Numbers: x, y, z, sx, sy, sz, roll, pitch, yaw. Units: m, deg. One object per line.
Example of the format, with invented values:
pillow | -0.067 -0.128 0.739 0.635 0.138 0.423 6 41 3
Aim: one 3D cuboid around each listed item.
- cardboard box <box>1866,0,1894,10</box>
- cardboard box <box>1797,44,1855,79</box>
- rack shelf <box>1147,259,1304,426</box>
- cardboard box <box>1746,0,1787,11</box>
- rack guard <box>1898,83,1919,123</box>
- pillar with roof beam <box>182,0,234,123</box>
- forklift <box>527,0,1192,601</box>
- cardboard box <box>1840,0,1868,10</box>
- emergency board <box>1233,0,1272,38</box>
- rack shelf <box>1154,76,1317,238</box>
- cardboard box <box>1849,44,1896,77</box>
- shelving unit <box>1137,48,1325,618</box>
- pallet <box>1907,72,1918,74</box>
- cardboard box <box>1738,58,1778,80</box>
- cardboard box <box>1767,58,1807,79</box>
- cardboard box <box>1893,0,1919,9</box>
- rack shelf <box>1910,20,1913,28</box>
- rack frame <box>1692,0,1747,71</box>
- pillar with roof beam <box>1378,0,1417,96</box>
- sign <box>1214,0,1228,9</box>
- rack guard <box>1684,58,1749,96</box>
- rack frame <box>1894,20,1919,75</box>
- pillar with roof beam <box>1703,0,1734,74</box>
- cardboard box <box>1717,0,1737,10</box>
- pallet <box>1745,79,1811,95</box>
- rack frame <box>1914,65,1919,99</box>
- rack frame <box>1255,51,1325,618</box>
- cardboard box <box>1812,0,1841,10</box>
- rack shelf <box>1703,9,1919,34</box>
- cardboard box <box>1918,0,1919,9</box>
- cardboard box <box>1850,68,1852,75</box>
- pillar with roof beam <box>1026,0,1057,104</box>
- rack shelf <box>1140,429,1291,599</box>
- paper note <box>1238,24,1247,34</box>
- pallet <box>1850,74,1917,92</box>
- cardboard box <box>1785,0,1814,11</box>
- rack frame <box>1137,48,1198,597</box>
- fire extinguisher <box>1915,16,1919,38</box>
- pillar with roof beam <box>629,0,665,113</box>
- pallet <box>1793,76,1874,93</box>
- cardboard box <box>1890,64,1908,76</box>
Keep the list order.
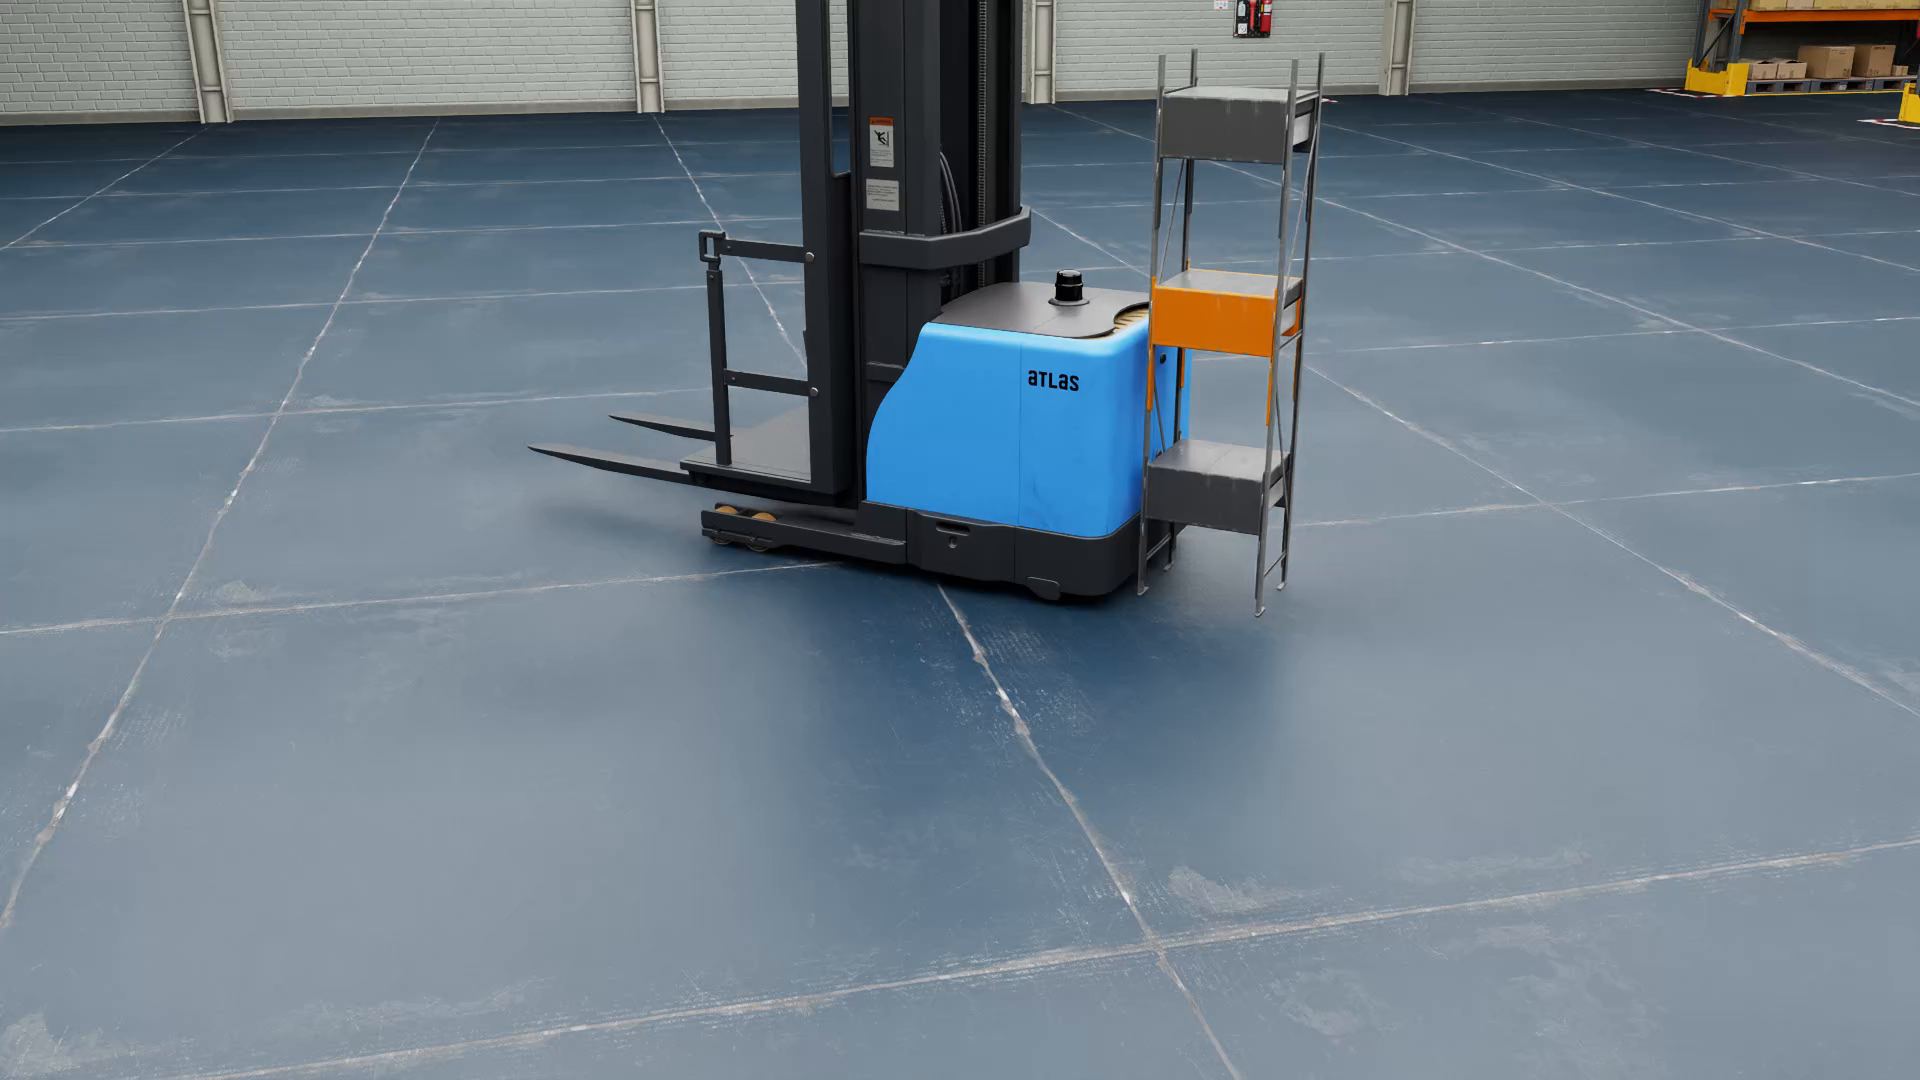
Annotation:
cardboard box | 14.978 -8.875 27.370 0.500 0.250 0.500 -5 21 -13
cardboard box | 14.423 -7.984 27.743 0.500 0.500 0.700 -6 21 -16
rack shelf | 1.027 -0.770 6.403 0.480 0.518 0.431 10 22 24
cardboard box | 12.997 -8.711 26.923 0.500 0.250 0.500 -5 21 -14
rack guard | 13.569 -6.006 22.985 0.348 0.500 1.175 -5 21 -12
pillar with roof beam | -9.434 -8.661 17.876 0.400 9.000 9.100 -5 21 -12
forklift | -0.554 -1.474 7.078 3.031 2.935 1.130 10 22 25
cardboard box | 14.489 -8.835 27.260 0.500 0.250 0.500 -4 21 -12
emergency board | 4.679 -8.527 26.232 0.643 1.169 0.194 -5 21 -12
rack shelf | 1.027 -1.427 6.162 0.480 0.518 0.431 10 22 24
cardboard box | 15.341 -8.094 28.043 0.500 0.500 0.500 -6 21 -17
shelving unit | 1.027 -0.783 6.398 0.503 2.100 0.431 10 22 24
pallet | 17.099 -7.909 28.599 1.213 0.211 1.003 -5 21 -12
cardboard box | 13.143 -7.809 27.540 0.500 0.311 0.500 -7 21 -19
cardboard box | 13.698 -7.854 27.663 0.500 0.311 0.500 -3 20 -8
cardboard box | 15.464 -8.920 27.493 0.500 0.250 0.500 -5 21 -12
rack shelf | 18.288 -8.977 28.506 4.000 0.370 1.077 -5 21 -12
rack frame | 12.449 -8.840 27.086 0.127 3.000 1.000 -5 21 -12
pillar with roof beam | 8.083 -10.086 21.765 0.400 9.000 9.100 -5 21 -12
sign | 4.117 -8.535 26.200 0.234 0.329 0.001 -5 21 -12
rack guard | 12.523 -7.672 27.532 0.348 0.500 1.175 -5 21 -12
rack frame | 16.342 -9.156 27.950 0.127 3.000 1.000 -5 21 -12
pillar with roof beam | 13.922 -10.561 23.062 0.400 9.000 9.100 -5 21 -12
cardboard box | 12.859 -8.881 27.386 0.500 0.250 0.500 -4 21 -12
pallet | 13.322 -7.589 27.725 1.213 0.211 1.003 -5 21 -12
rack frame | 13.593 -7.182 22.560 0.127 3.000 1.000 -5 21 -12
rack frame | 1.247 -0.746 6.298 0.015 2.100 0.400 10 22 24
cardboard box | 13.996 -8.795 27.153 0.500 0.250 0.500 -5 21 -13
rack shelf | 14.396 -8.660 27.642 4.000 0.370 1.077 -5 21 -12
cardboard box | 15.951 -8.956 27.593 0.500 0.250 0.500 -5 21 -12
cardboard box | 14.781 -7.905 28.037 0.250 0.149 0.380 -6 21 -17
pillar with roof beam | 2.244 -9.611 20.469 0.400 9.000 9.100 -5 21 -12
rack shelf | 1.027 -0.113 6.644 0.480 0.518 0.431 10 22 24
paper note | 4.491 -8.123 26.408 0.142 0.148 0.016 -5 21 -12
pallet | 15.696 -7.782 28.252 1.213 0.211 1.003 -5 21 -12
cardboard box | 13.499 -8.757 27.049 0.500 0.250 0.500 -5 21 -14
rack frame | 0.808 -0.819 6.499 0.015 2.100 0.400 10 22 24
fire extinguisher | 13.371 -7.292 22.972 0.183 0.674 0.296 -5 21 -12
pillar with roof beam | -3.595 -9.136 19.172 0.400 9.000 9.100 -5 21 -12
pallet | 14.507 -7.684 27.985 1.213 0.211 1.003 -5 21 -12
cardboard box | 15.828 -7.980 28.219 0.250 0.166 0.380 -7 21 -20
